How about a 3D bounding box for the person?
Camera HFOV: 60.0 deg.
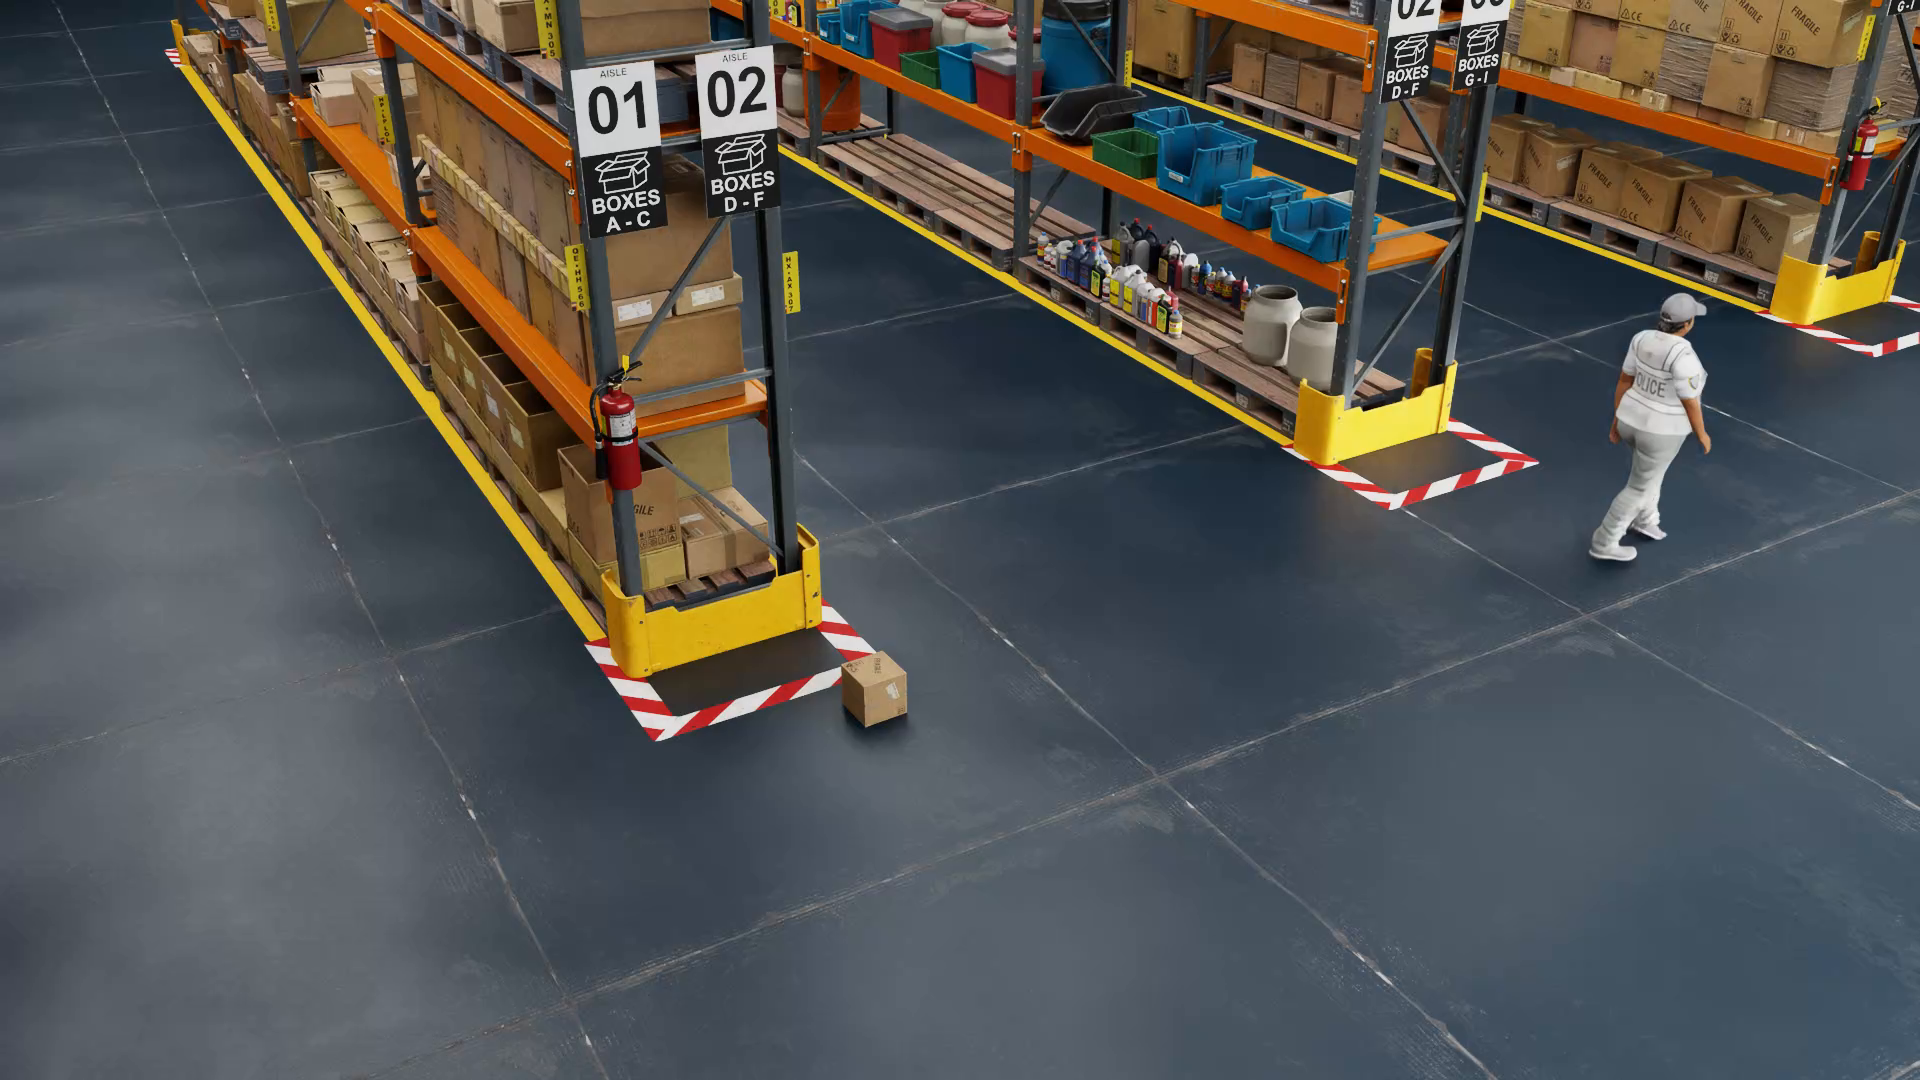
[{"bbox_3d":[4.101,-0.631,9.711,0.708,1.713,0.496,-9,30,-15],"label":"person"}]
